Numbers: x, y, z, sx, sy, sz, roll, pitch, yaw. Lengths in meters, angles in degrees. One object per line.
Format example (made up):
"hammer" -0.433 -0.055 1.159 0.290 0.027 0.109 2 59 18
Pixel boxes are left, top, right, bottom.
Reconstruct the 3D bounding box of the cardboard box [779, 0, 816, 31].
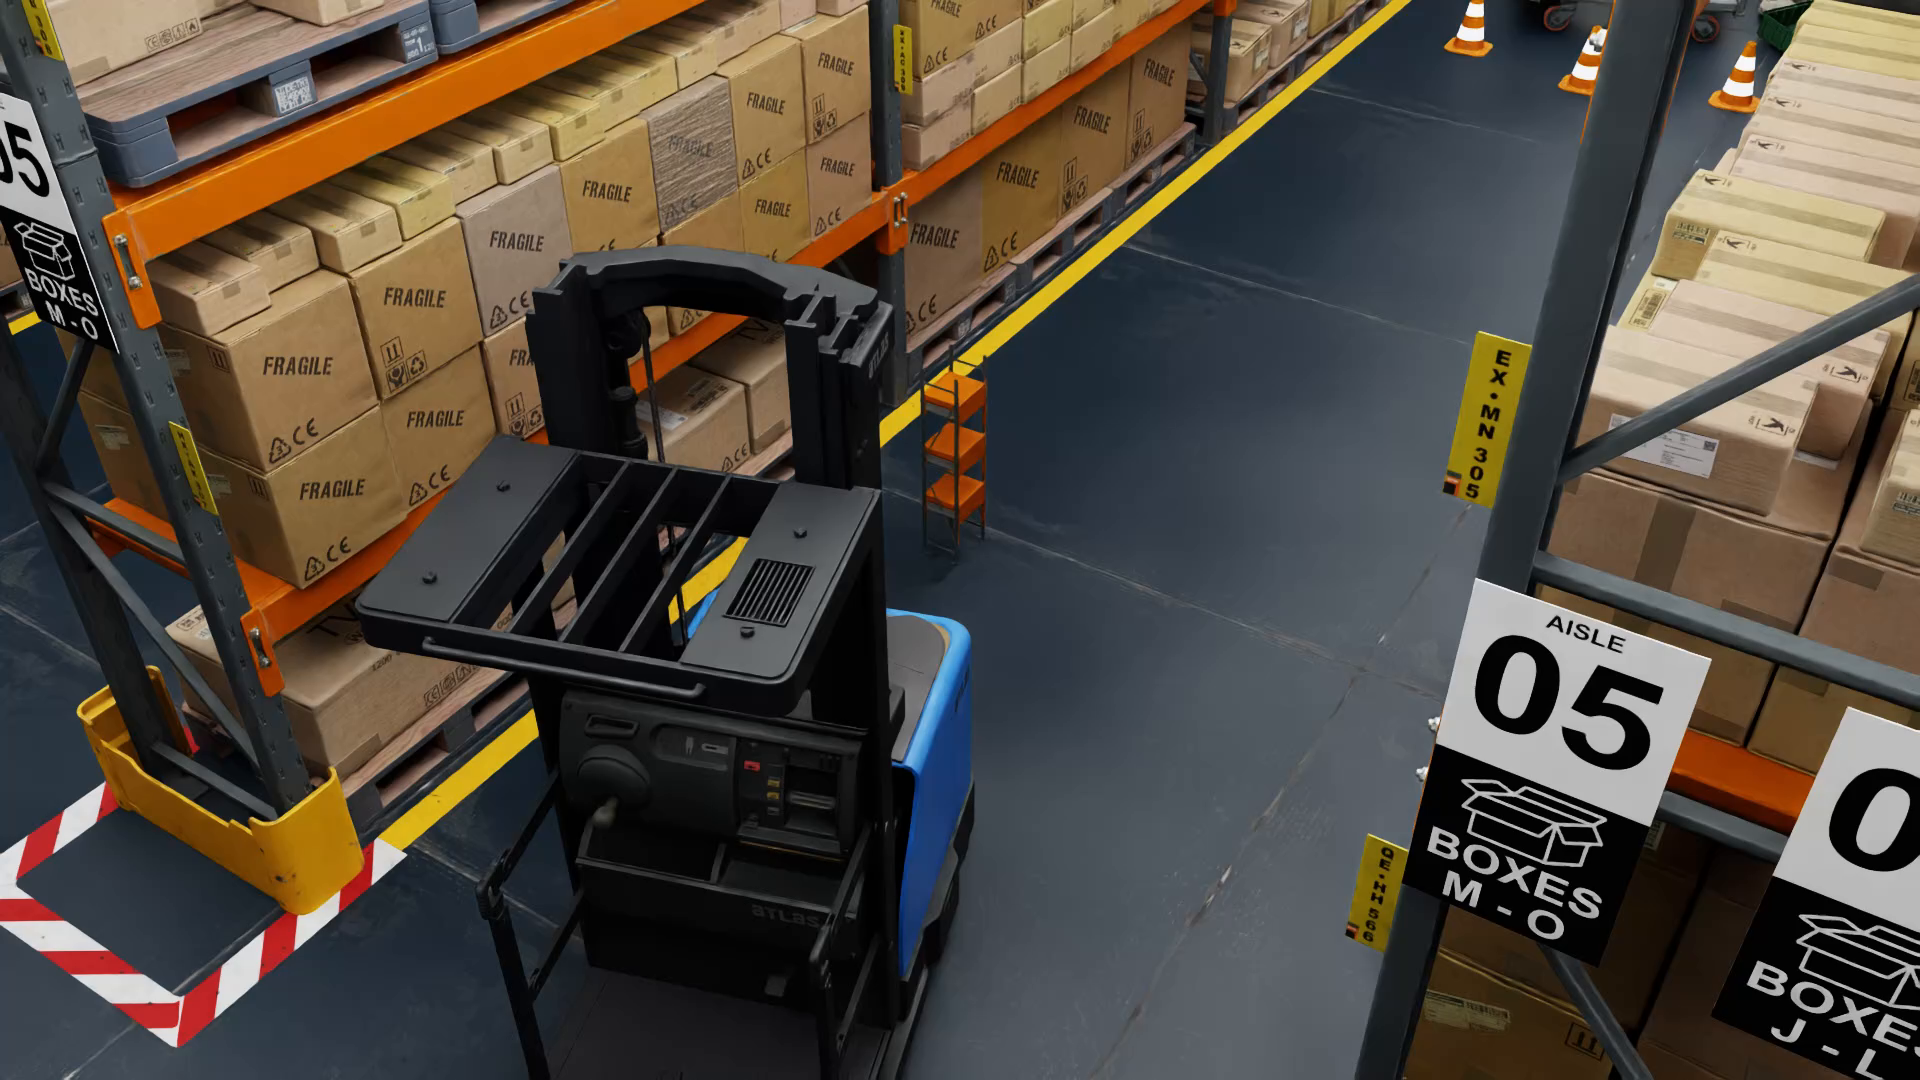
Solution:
"cardboard box" -0.871 -2.425 7.447 0.380 0.149 0.250 22 43 26

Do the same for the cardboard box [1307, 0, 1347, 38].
"cardboard box" 2.512 -4.344 13.176 0.950 0.372 0.625 23 43 27

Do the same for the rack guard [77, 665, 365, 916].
"rack guard" -2.898 0.968 6.524 1.175 0.500 0.348 21 42 25

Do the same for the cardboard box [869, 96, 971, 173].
"cardboard box" -0.283 -2.177 8.680 0.500 0.250 0.500 20 42 24

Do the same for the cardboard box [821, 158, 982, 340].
"cardboard box" -0.477 -1.767 9.421 0.875 0.875 0.875 23 43 26

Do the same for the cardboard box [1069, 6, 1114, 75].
"cardboard box" 0.557 -2.958 9.693 0.500 0.250 0.500 20 42 24

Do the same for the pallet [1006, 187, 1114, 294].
"pallet" 0.261 -2.046 10.670 1.003 0.211 1.213 21 42 25

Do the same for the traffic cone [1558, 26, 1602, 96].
"traffic cone" 4.751 -3.642 12.535 0.336 0.463 0.334 21 42 25

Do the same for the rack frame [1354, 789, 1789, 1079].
"rack frame" 1.349 1.533 3.744 1.000 3.000 0.127 21 42 25

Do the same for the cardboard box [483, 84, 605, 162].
"cardboard box" -1.594 -1.605 6.382 0.380 0.149 0.250 20 42 24

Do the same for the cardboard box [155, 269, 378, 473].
"cardboard box" -2.387 -0.624 5.641 0.500 0.500 0.500 20 42 24

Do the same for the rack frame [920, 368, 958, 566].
"rack frame" -0.094 -0.325 7.752 0.200 1.050 0.008 21 42 25

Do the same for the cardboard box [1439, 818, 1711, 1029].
"cardboard box" 1.384 0.662 3.729 0.500 0.500 0.500 20 42 24

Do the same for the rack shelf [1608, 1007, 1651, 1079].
"rack shelf" 2.421 0.787 5.301 1.077 0.370 4.000 21 42 25

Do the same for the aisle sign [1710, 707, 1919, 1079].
"aisle sign" 1.563 0.639 2.774 0.394 0.787 0.004 21 42 25

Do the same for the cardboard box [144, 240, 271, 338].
"cardboard box" -2.461 -0.819 5.363 0.380 0.149 0.250 22 43 26

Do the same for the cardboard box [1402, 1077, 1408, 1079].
"cardboard box" 1.285 1.372 4.159 0.380 0.149 0.250 21 42 25

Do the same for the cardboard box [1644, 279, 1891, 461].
"cardboard box" 1.476 -0.321 3.079 0.380 0.149 0.250 22 43 26

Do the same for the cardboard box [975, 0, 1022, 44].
"cardboard box" -0.014 -2.936 8.640 0.500 0.500 0.500 21 42 25

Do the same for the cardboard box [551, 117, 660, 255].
"cardboard box" -1.580 -1.418 6.671 0.500 0.500 0.500 21 42 25

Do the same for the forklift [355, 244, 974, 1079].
"forklift" -0.800 0.784 4.772 1.130 2.935 3.031 9 38 11

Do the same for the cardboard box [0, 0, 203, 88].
"cardboard box" -2.720 -1.630 5.087 0.500 0.250 0.500 17 41 21

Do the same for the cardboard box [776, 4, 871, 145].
"cardboard box" -0.761 -2.198 7.683 0.500 0.500 0.500 21 42 25

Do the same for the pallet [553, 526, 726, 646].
"pallet" -1.868 0.006 8.009 1.003 0.211 1.213 21 42 25

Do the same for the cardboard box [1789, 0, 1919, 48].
"cardboard box" 2.387 -1.281 4.324 0.380 0.149 0.250 23 43 27

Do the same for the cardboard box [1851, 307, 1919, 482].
"cardboard box" 2.356 -0.283 3.766 0.500 0.250 0.500 20 42 24

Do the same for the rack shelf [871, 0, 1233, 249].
"rack shelf" 0.330 -2.842 10.009 1.077 0.370 4.000 21 42 25

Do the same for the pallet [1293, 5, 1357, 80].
"pallet" 2.476 -4.083 13.313 1.003 0.211 1.213 21 42 25

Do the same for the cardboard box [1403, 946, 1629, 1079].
"cardboard box" 1.373 1.060 4.032 0.500 0.500 0.500 22 43 26

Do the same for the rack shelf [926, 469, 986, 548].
"rack shelf" -0.029 -0.160 8.009 0.215 0.259 0.240 21 42 25

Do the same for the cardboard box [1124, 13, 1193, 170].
"cardboard box" 0.961 -3.154 11.221 0.875 0.875 0.875 21 42 25

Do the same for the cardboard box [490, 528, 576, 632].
"cardboard box" -2.132 -0.033 7.530 0.875 0.438 0.875 22 43 26

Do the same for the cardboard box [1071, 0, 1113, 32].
"cardboard box" 0.550 -3.160 9.545 0.500 0.250 0.500 20 42 24

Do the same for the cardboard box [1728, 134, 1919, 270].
"cardboard box" 1.868 -0.729 3.608 0.380 0.149 0.250 20 42 24

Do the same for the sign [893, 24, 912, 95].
"sign" -0.272 -2.290 7.929 0.100 0.325 0.005 21 42 25

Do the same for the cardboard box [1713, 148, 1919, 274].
"cardboard box" 1.931 -0.642 3.821 0.500 0.250 0.500 22 43 26

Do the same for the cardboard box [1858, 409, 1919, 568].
"cardboard box" 1.715 -0.044 2.720 0.380 0.149 0.250 21 42 25

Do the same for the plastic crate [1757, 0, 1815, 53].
"plastic crate" 6.765 -4.081 13.282 0.662 0.188 0.450 -18 51 -22

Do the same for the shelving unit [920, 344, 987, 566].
"shelving unit" -0.029 -0.388 7.833 0.215 1.050 0.252 21 42 25

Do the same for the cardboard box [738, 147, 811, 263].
"cardboard box" -1.045 -1.546 7.656 0.500 0.500 0.500 20 42 24

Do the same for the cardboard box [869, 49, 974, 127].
"cardboard box" -0.268 -2.369 8.520 0.500 0.250 0.500 20 42 24

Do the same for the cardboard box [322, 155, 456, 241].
"cardboard box" -2.019 -1.216 5.877 0.380 0.149 0.250 20 42 24

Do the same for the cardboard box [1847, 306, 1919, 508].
"cardboard box" 2.083 -0.204 3.254 0.500 0.250 0.500 21 42 25

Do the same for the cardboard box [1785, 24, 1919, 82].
"cardboard box" 2.258 -1.142 4.144 0.380 0.149 0.250 20 42 24

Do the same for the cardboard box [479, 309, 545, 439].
"cardboard box" -1.850 -0.753 6.628 0.500 0.500 0.500 21 42 25

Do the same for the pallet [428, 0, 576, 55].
"pallet" -1.843 -2.204 6.208 1.003 0.211 1.213 21 42 25

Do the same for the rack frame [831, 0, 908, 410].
"rack frame" -0.742 -2.096 8.452 1.000 3.000 0.127 21 42 25

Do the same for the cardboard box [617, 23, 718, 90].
"cardboard box" -1.237 -2.023 6.925 0.380 0.149 0.250 21 42 25
